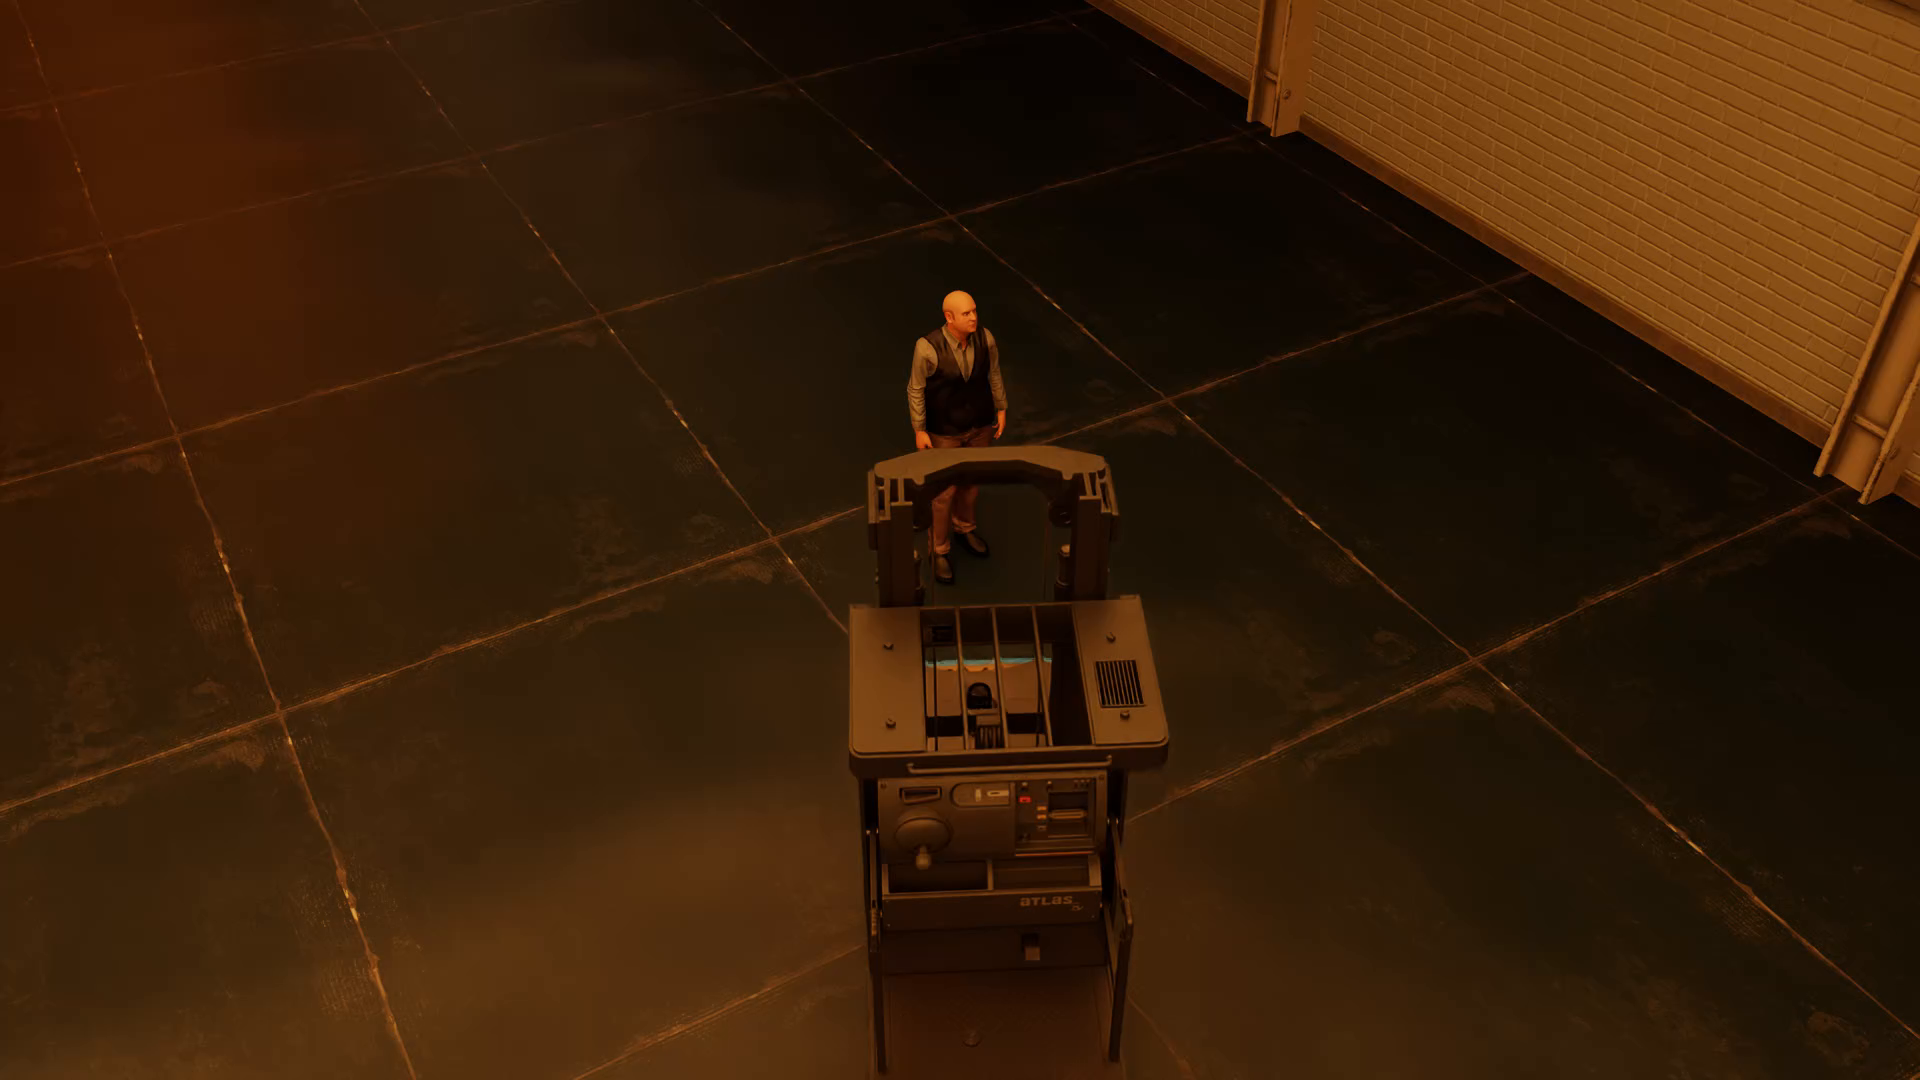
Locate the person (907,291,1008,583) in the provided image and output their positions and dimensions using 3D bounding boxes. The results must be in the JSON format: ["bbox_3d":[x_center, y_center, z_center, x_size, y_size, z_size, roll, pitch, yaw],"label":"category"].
[{"bbox_3d":[0.025,-0.631,9.733,0.633,1.722,0.566,-20,44,-23],"label":"person"}]

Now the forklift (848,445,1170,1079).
[{"bbox_3d":[0.147,1.205,6.583,1.130,2.935,3.031,-2,40,-2],"label":"forklift"}]
